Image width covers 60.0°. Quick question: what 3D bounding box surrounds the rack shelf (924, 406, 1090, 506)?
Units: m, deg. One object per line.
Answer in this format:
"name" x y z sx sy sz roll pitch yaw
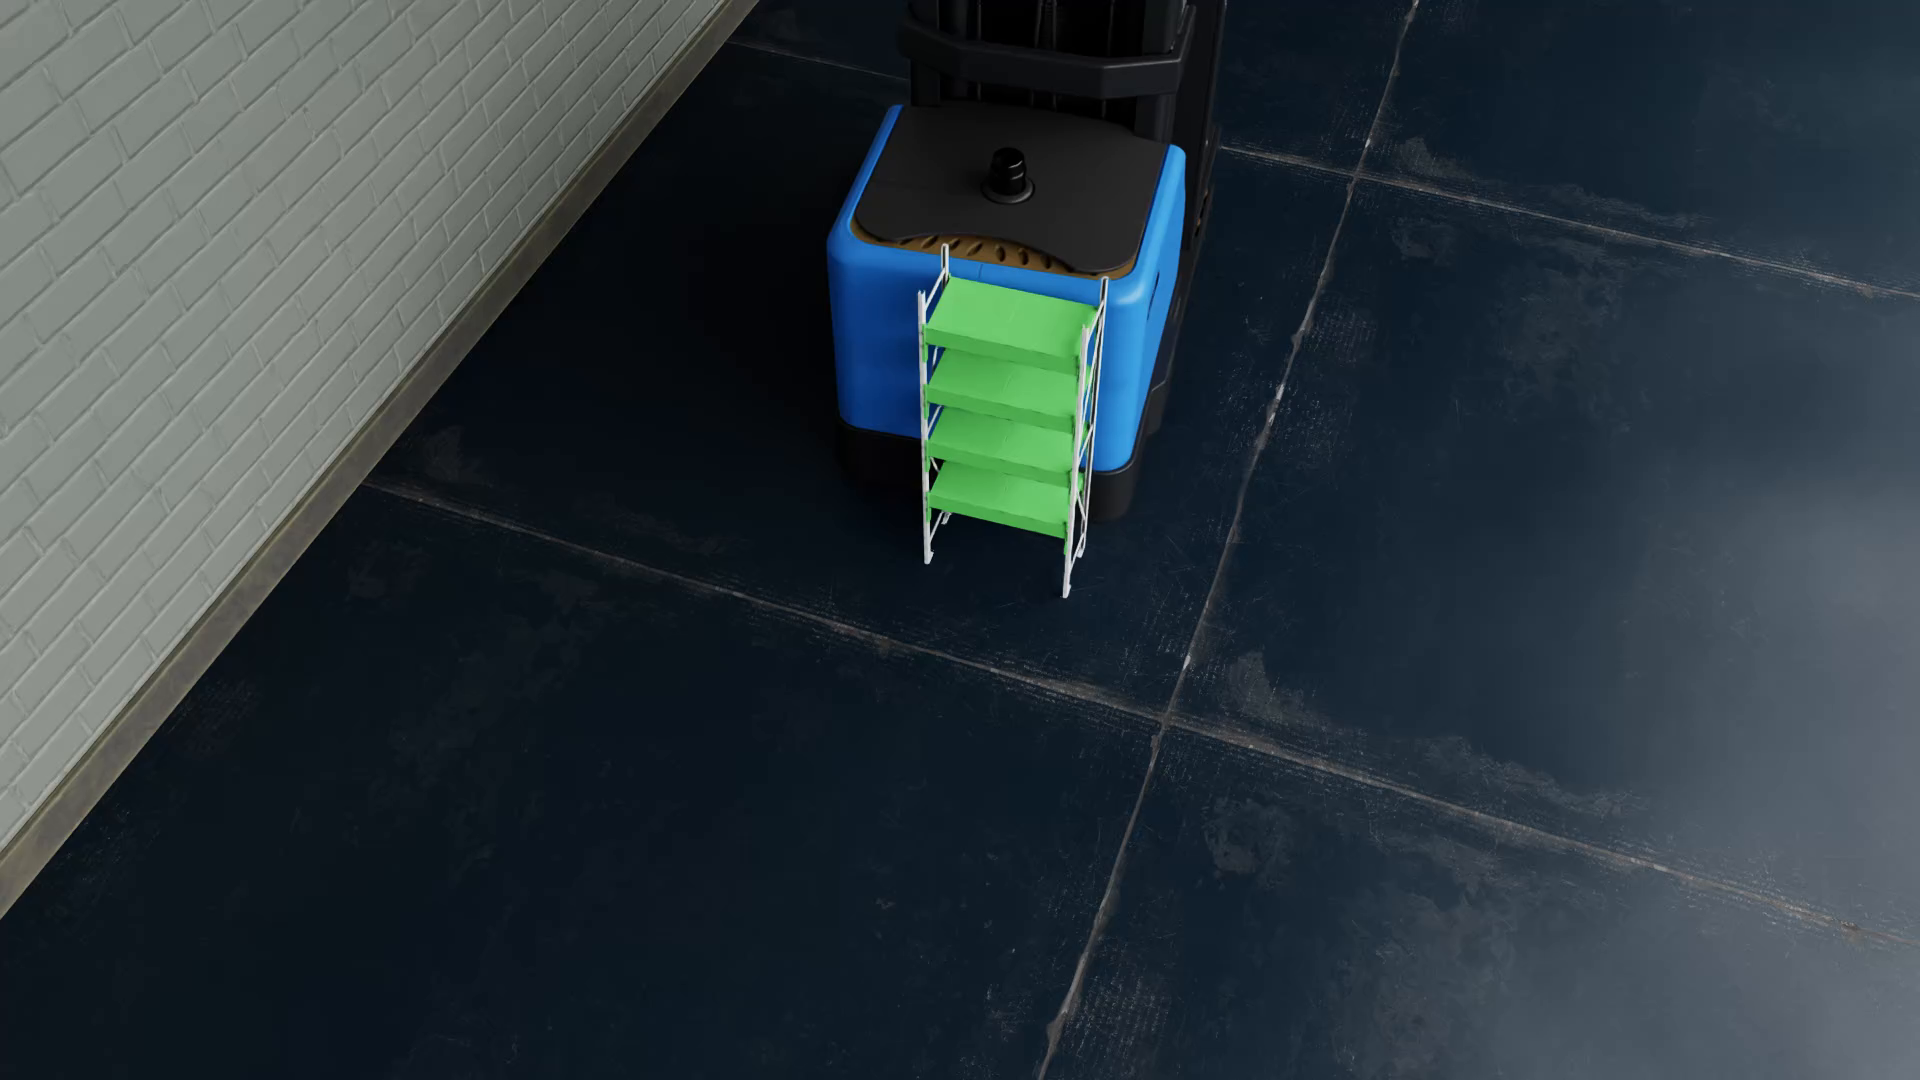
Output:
"rack shelf" 0.154 -0.299 5.300 0.480 0.148 0.258 13 50 11

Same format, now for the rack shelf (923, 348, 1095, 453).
"rack shelf" 0.154 -0.457 5.119 0.480 0.148 0.258 13 50 11

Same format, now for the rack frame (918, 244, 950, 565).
"rack frame" -0.078 -0.397 5.300 0.015 1.200 0.240 13 50 11

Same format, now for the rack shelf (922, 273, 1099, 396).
"rack shelf" 0.154 -0.614 4.937 0.480 0.148 0.258 13 50 11

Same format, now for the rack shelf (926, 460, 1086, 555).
"rack shelf" 0.154 -0.142 5.481 0.480 0.148 0.258 13 50 11

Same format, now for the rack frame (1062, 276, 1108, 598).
"rack frame" 0.387 -0.286 5.203 0.015 1.200 0.240 13 50 11

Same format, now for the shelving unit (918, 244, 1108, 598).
"shelving unit" 0.154 -0.341 5.252 0.503 1.200 0.258 13 50 11

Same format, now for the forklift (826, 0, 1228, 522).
"forklift" 0.421 -2.163 5.686 1.130 2.935 3.031 11 50 9
